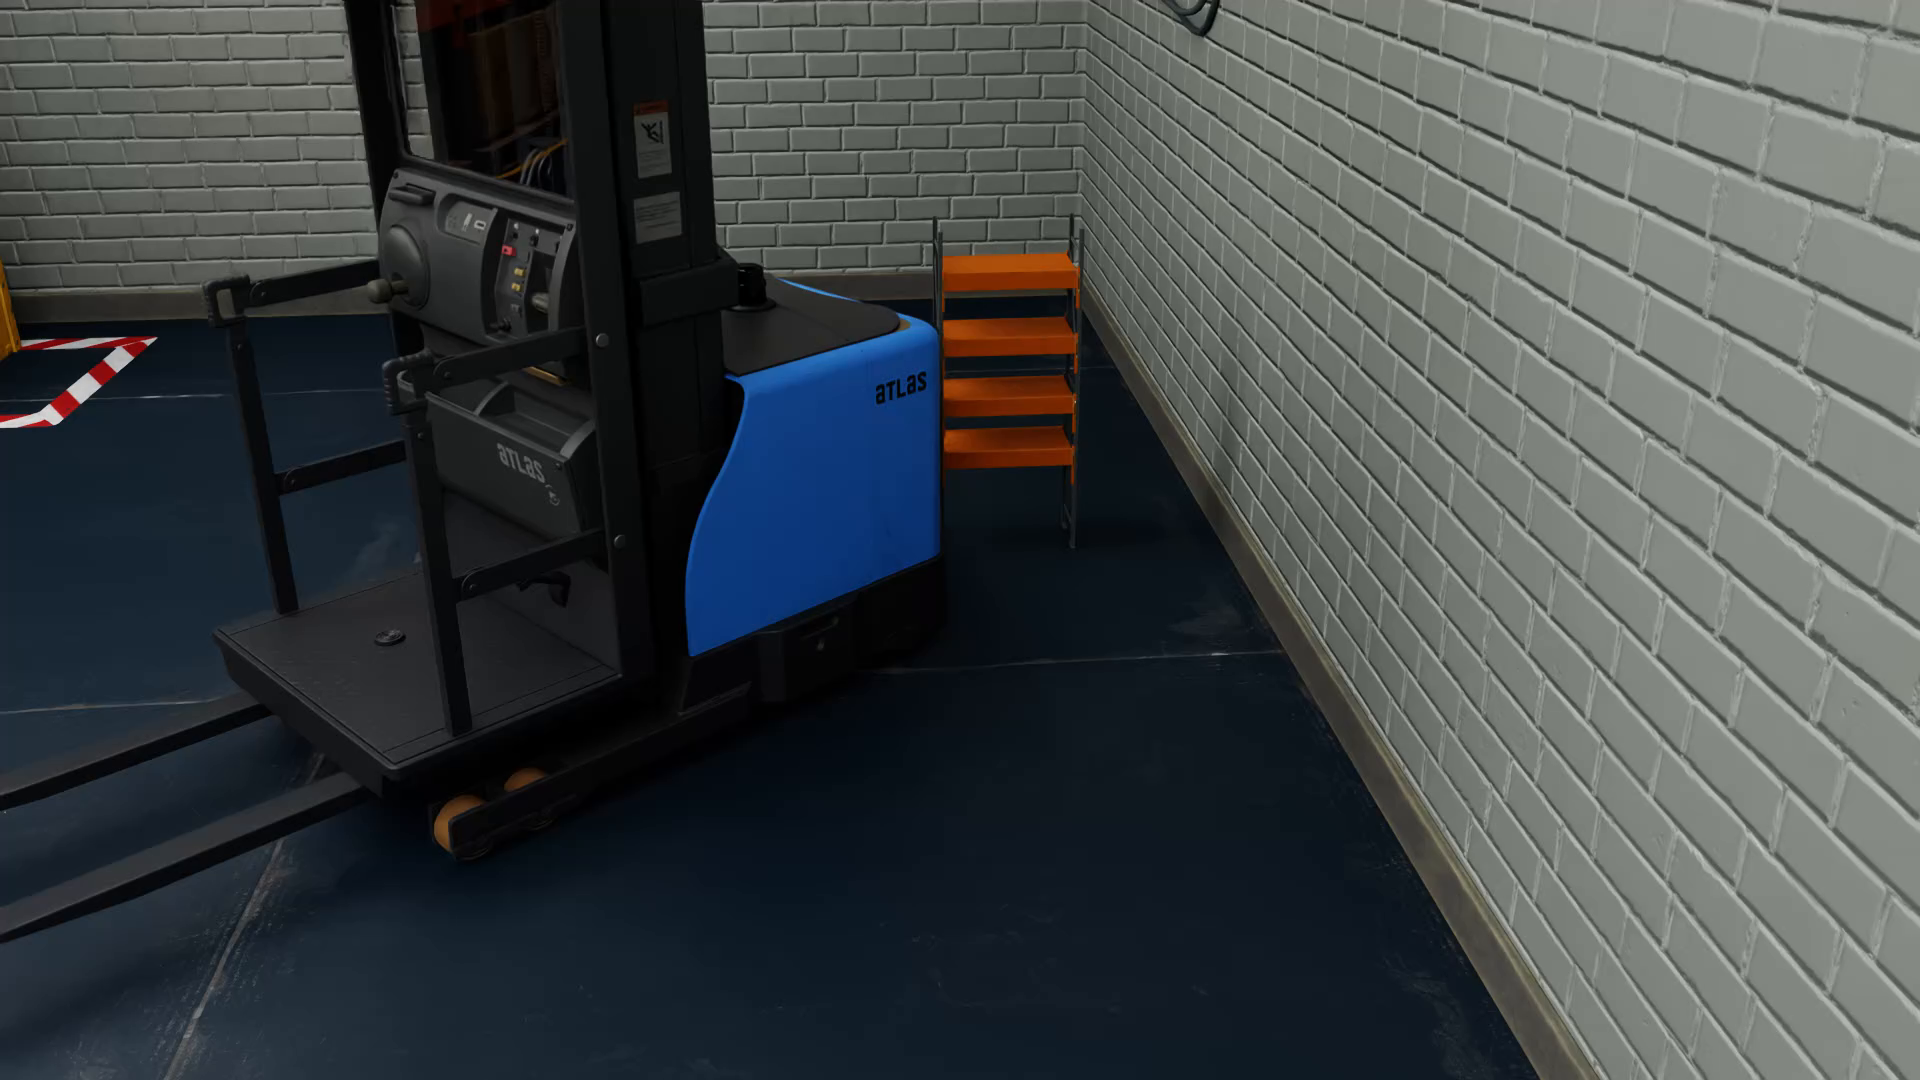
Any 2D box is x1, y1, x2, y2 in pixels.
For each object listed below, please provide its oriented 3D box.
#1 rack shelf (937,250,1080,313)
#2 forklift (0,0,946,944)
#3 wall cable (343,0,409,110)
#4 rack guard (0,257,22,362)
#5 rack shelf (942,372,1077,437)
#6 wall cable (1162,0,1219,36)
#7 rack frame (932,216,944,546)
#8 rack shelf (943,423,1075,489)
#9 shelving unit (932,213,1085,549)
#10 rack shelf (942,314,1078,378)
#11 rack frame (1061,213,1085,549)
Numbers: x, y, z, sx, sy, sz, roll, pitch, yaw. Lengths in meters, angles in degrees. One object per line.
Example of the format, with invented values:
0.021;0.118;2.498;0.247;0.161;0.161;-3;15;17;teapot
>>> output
0.165;-0.914;5.862;0.480;0.148;0.258;-2;24;-5;rack shelf
-1.445;-0.737;4.300;1.130;2.935;3.031;22;32;40;forklift
-3.725;-3.021;8.102;1.851;1.984;0.084;-2;24;-5;wall cable
-4.882;-0.982;7.843;0.348;0.500;1.175;-2;24;-5;rack guard
0.165;-0.493;6.048;0.480;0.148;0.258;-2;24;-5;rack shelf
0.758;-3.527;6.929;0.112;2.526;3.097;-2;24;-5;wall cable
-0.078;-0.545;5.999;0.015;1.200;0.240;-2;24;-5;rack frame
0.165;-0.312;6.129;0.480;0.148;0.258;-2;24;-5;rack shelf
0.165;-0.555;6.021;0.503;1.200;0.258;-2;24;-5;shelving unit
0.165;-0.698;5.958;0.480;0.148;0.258;-2;24;-5;rack shelf
0.408;-0.565;6.043;0.015;1.200;0.240;-2;24;-5;rack frame
